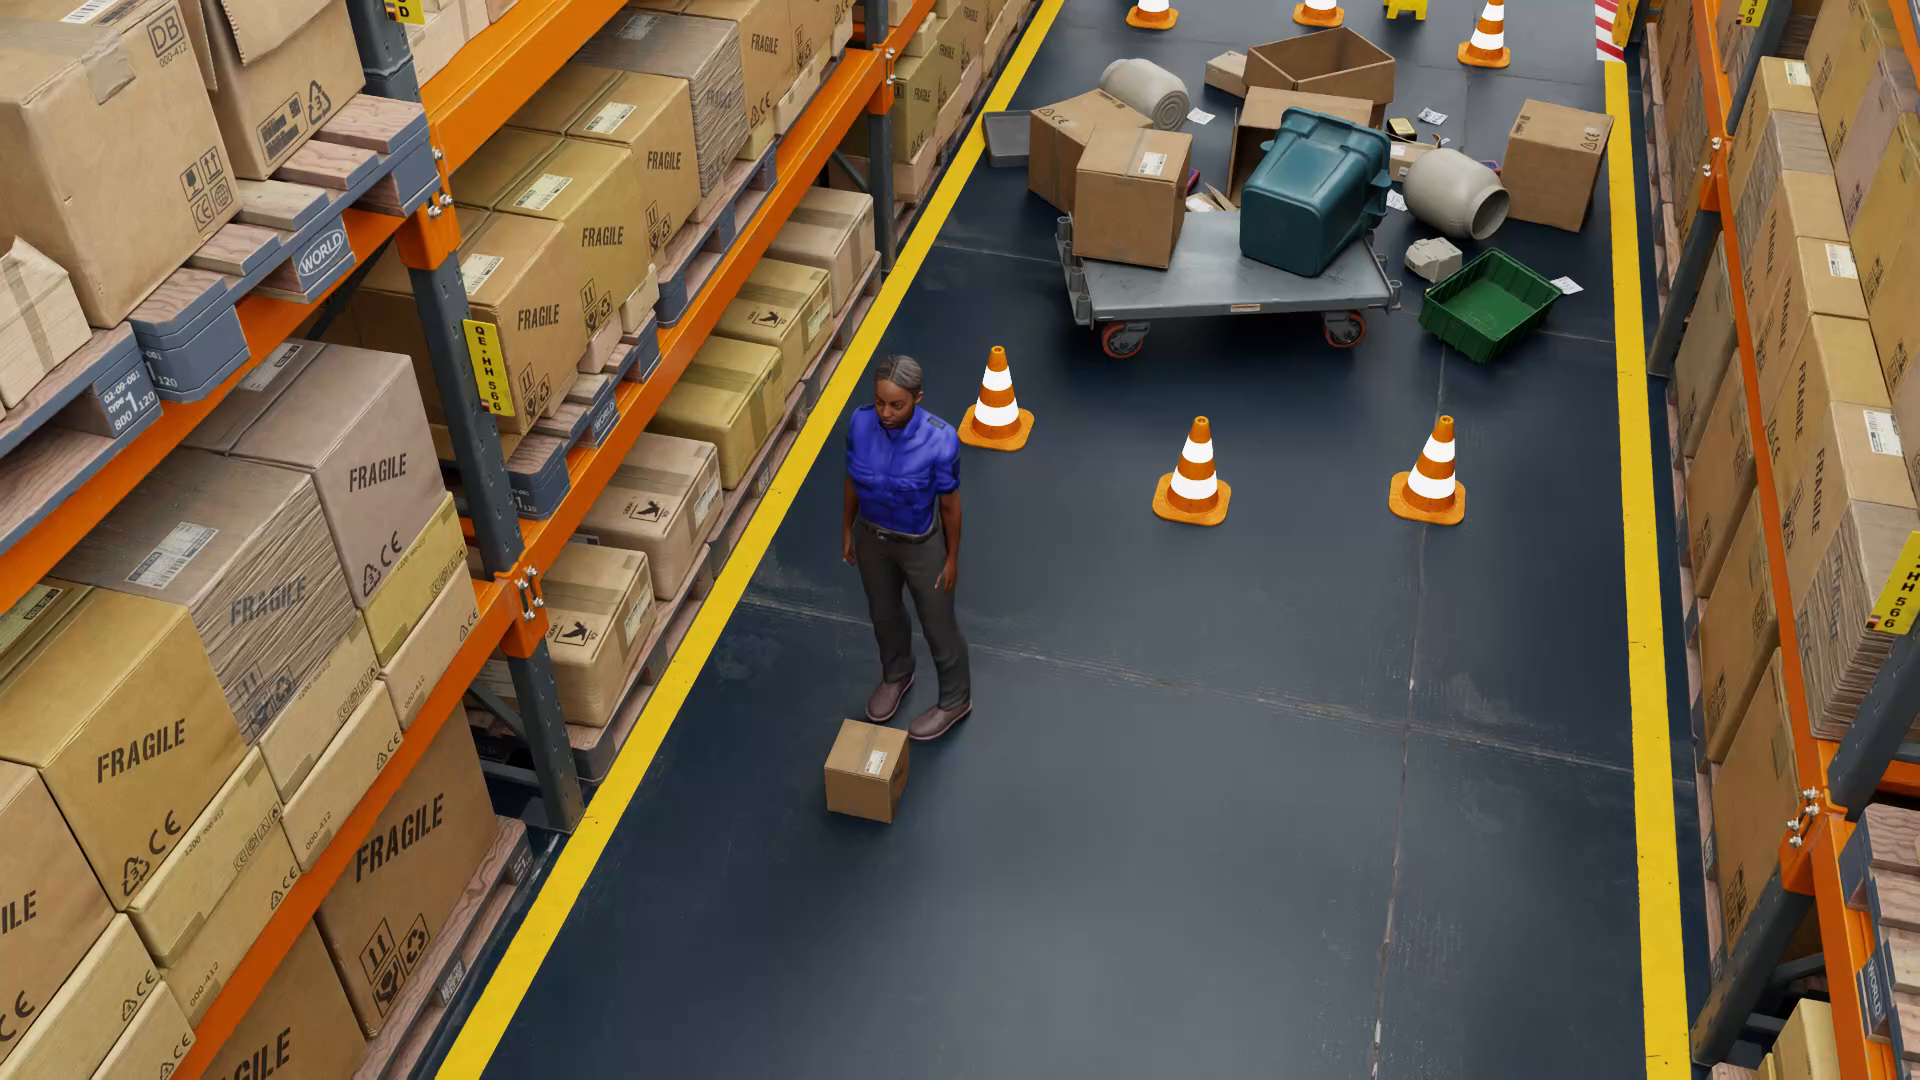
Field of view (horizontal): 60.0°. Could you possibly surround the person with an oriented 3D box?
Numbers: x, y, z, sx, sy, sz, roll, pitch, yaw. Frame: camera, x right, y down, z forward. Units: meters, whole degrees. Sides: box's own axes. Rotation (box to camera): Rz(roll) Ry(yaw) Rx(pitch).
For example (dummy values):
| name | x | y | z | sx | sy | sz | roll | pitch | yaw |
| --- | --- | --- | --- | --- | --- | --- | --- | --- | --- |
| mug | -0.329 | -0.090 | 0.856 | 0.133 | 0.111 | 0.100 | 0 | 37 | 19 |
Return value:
| name | x | y | z | sx | sy | sz | roll | pitch | yaw |
| --- | --- | --- | --- | --- | --- | --- | --- | --- | --- |
| person | -0.208 | 0.032 | 6.118 | 0.514 | 1.667 | 0.348 | 16 | 44 | 17 |
